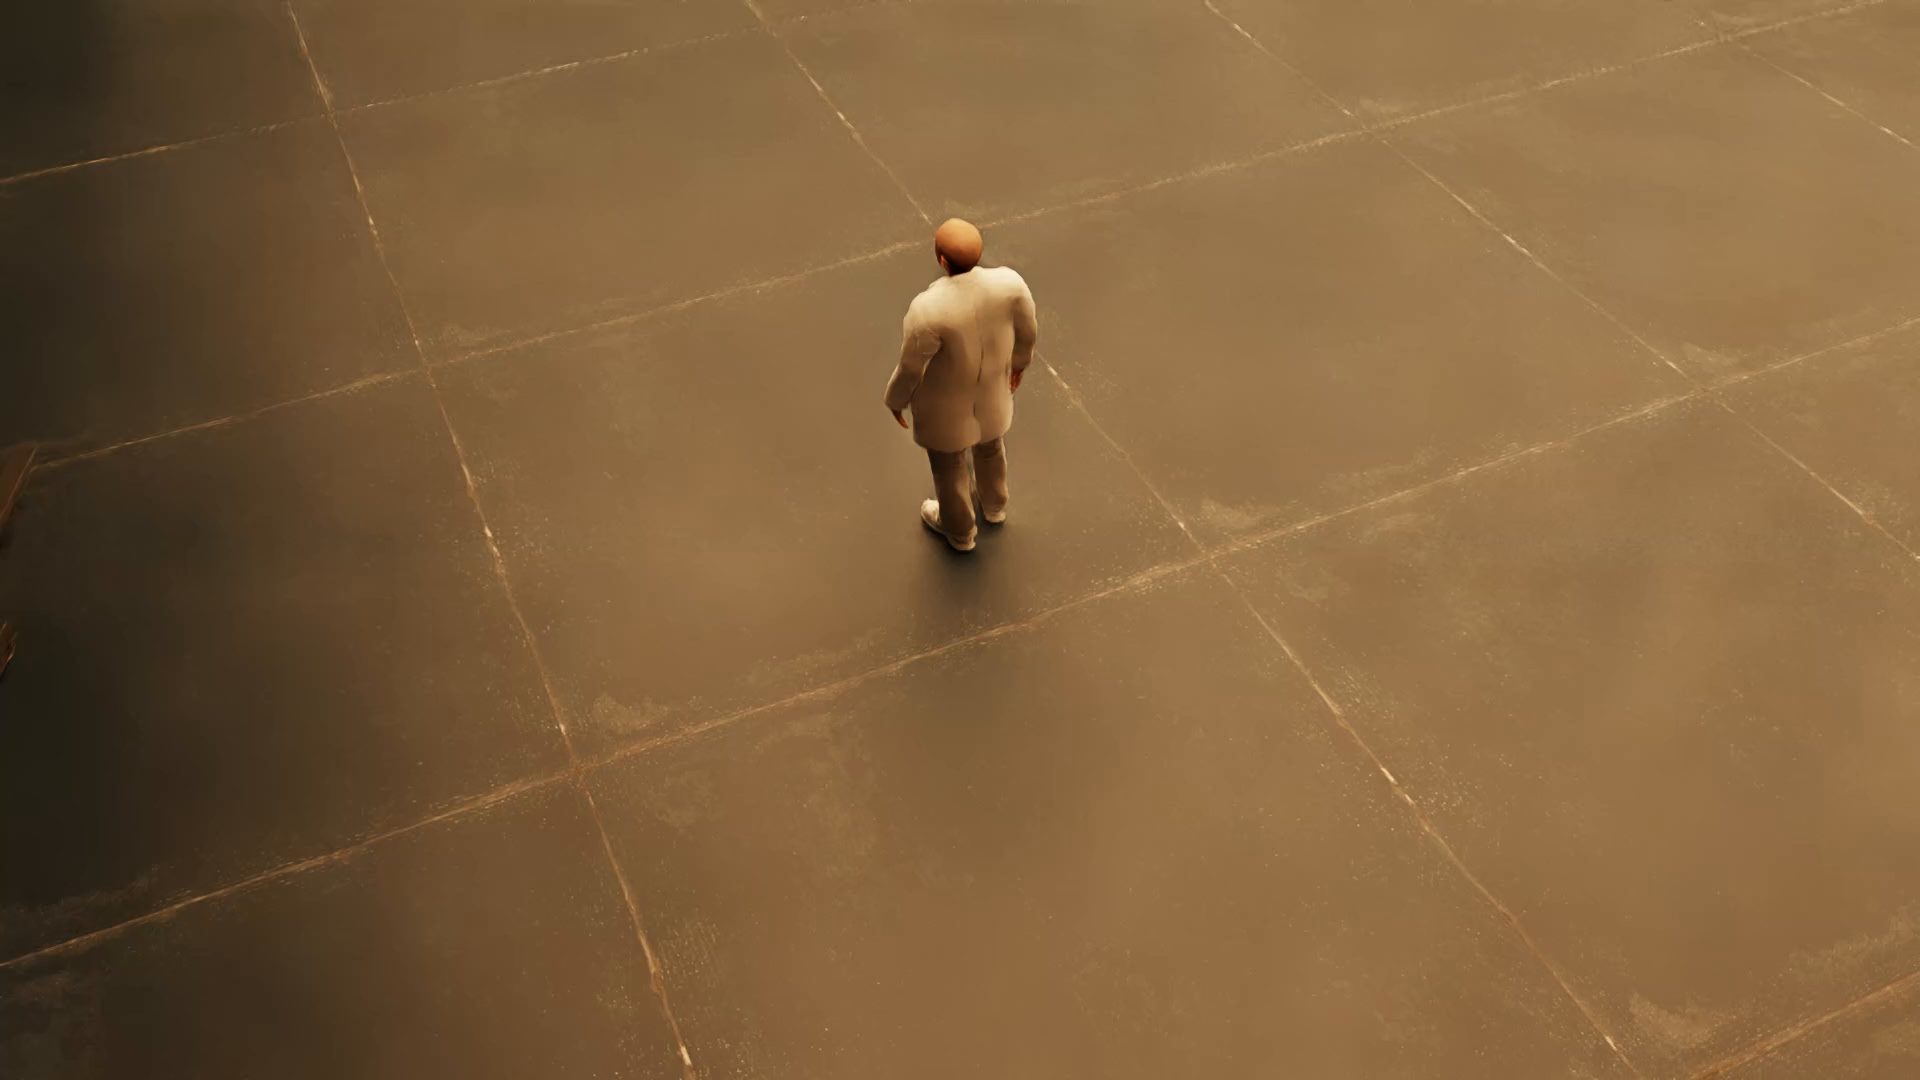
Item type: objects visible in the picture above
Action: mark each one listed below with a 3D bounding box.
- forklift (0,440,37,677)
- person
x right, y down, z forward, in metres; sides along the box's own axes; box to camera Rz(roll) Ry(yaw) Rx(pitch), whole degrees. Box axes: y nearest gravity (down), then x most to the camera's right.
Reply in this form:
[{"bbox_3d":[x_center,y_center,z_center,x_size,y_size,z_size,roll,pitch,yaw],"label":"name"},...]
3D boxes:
[{"bbox_3d":[-4.661,-0.342,6.047,1.130,2.935,3.031,-3,43,-4],"label":"forklift"},{"bbox_3d":[-0.034,-0.713,7.279,0.694,1.776,0.579,-18,46,-18],"label":"person"}]
